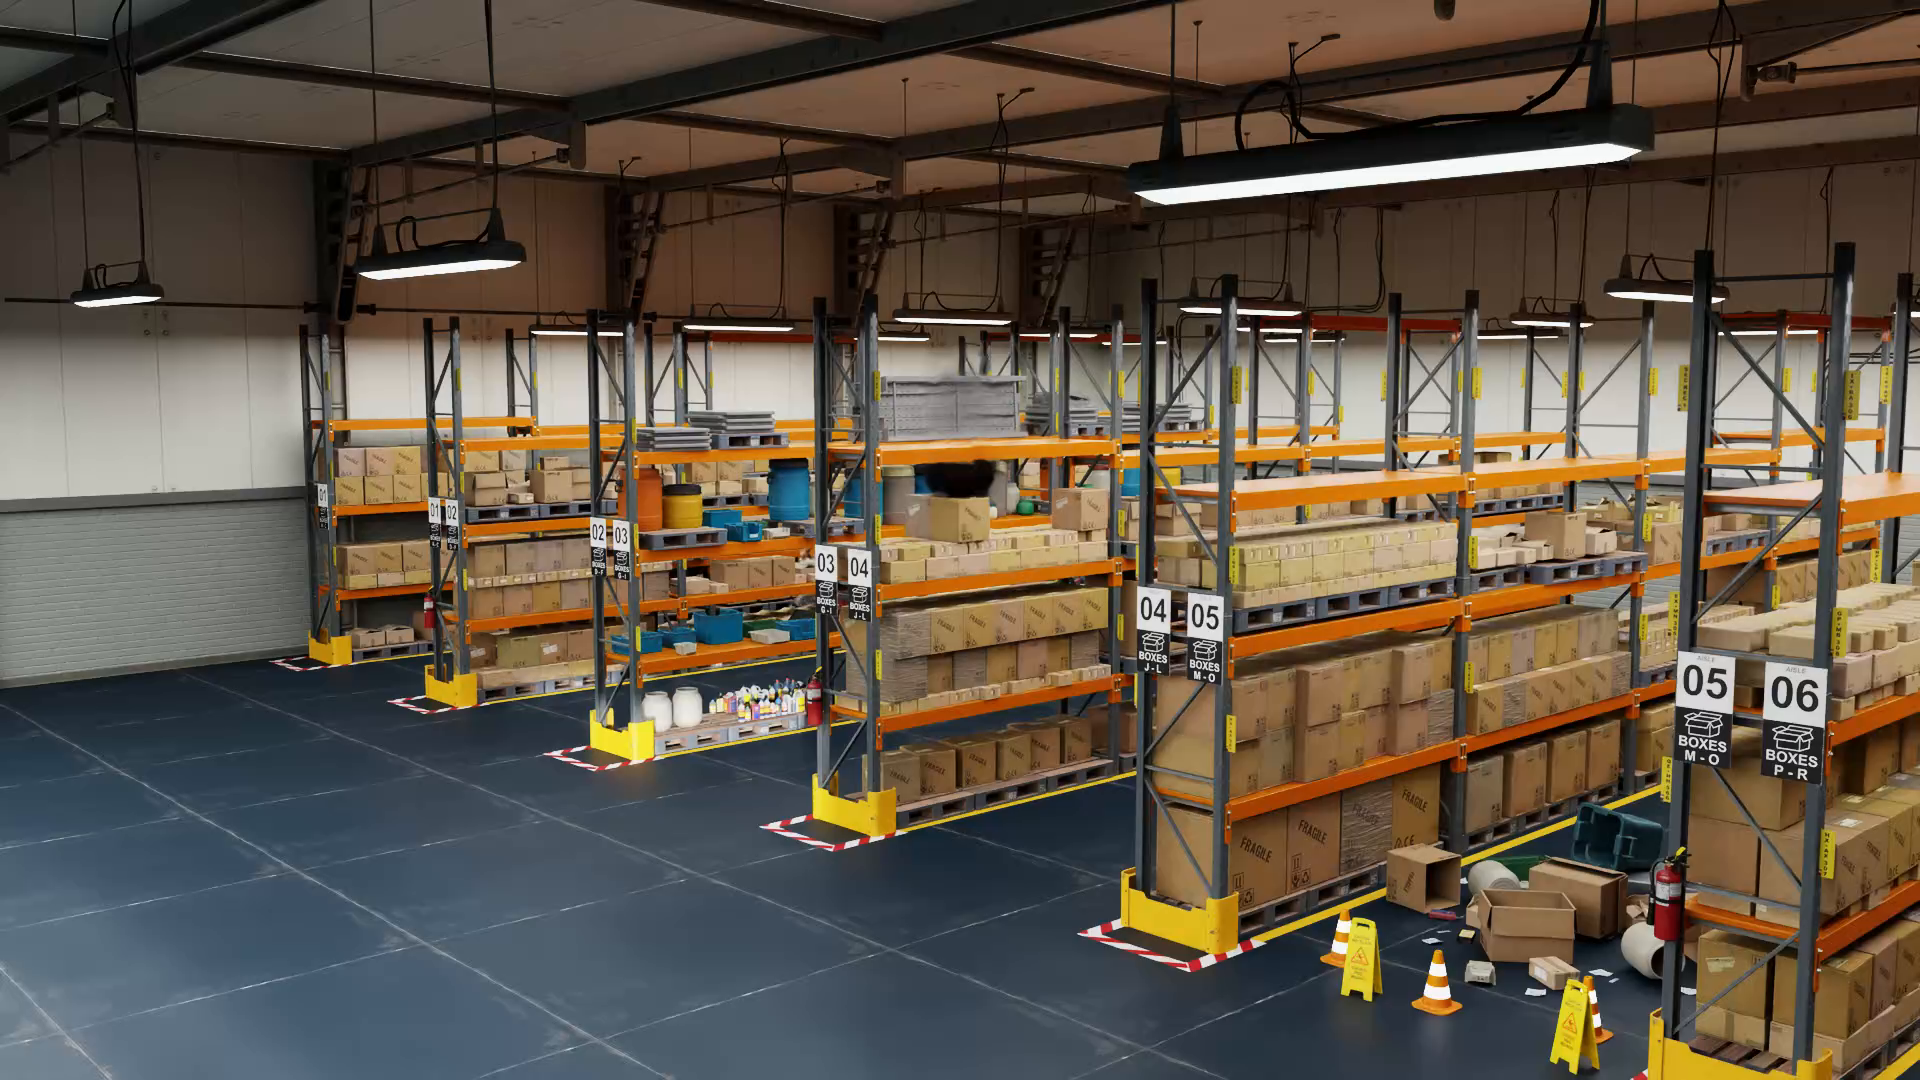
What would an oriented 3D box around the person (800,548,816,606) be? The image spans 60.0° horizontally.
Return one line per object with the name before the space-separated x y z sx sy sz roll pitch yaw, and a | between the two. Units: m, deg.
person | -3.156 0.933 33.973 0.573 1.609 0.758 5 7 39
